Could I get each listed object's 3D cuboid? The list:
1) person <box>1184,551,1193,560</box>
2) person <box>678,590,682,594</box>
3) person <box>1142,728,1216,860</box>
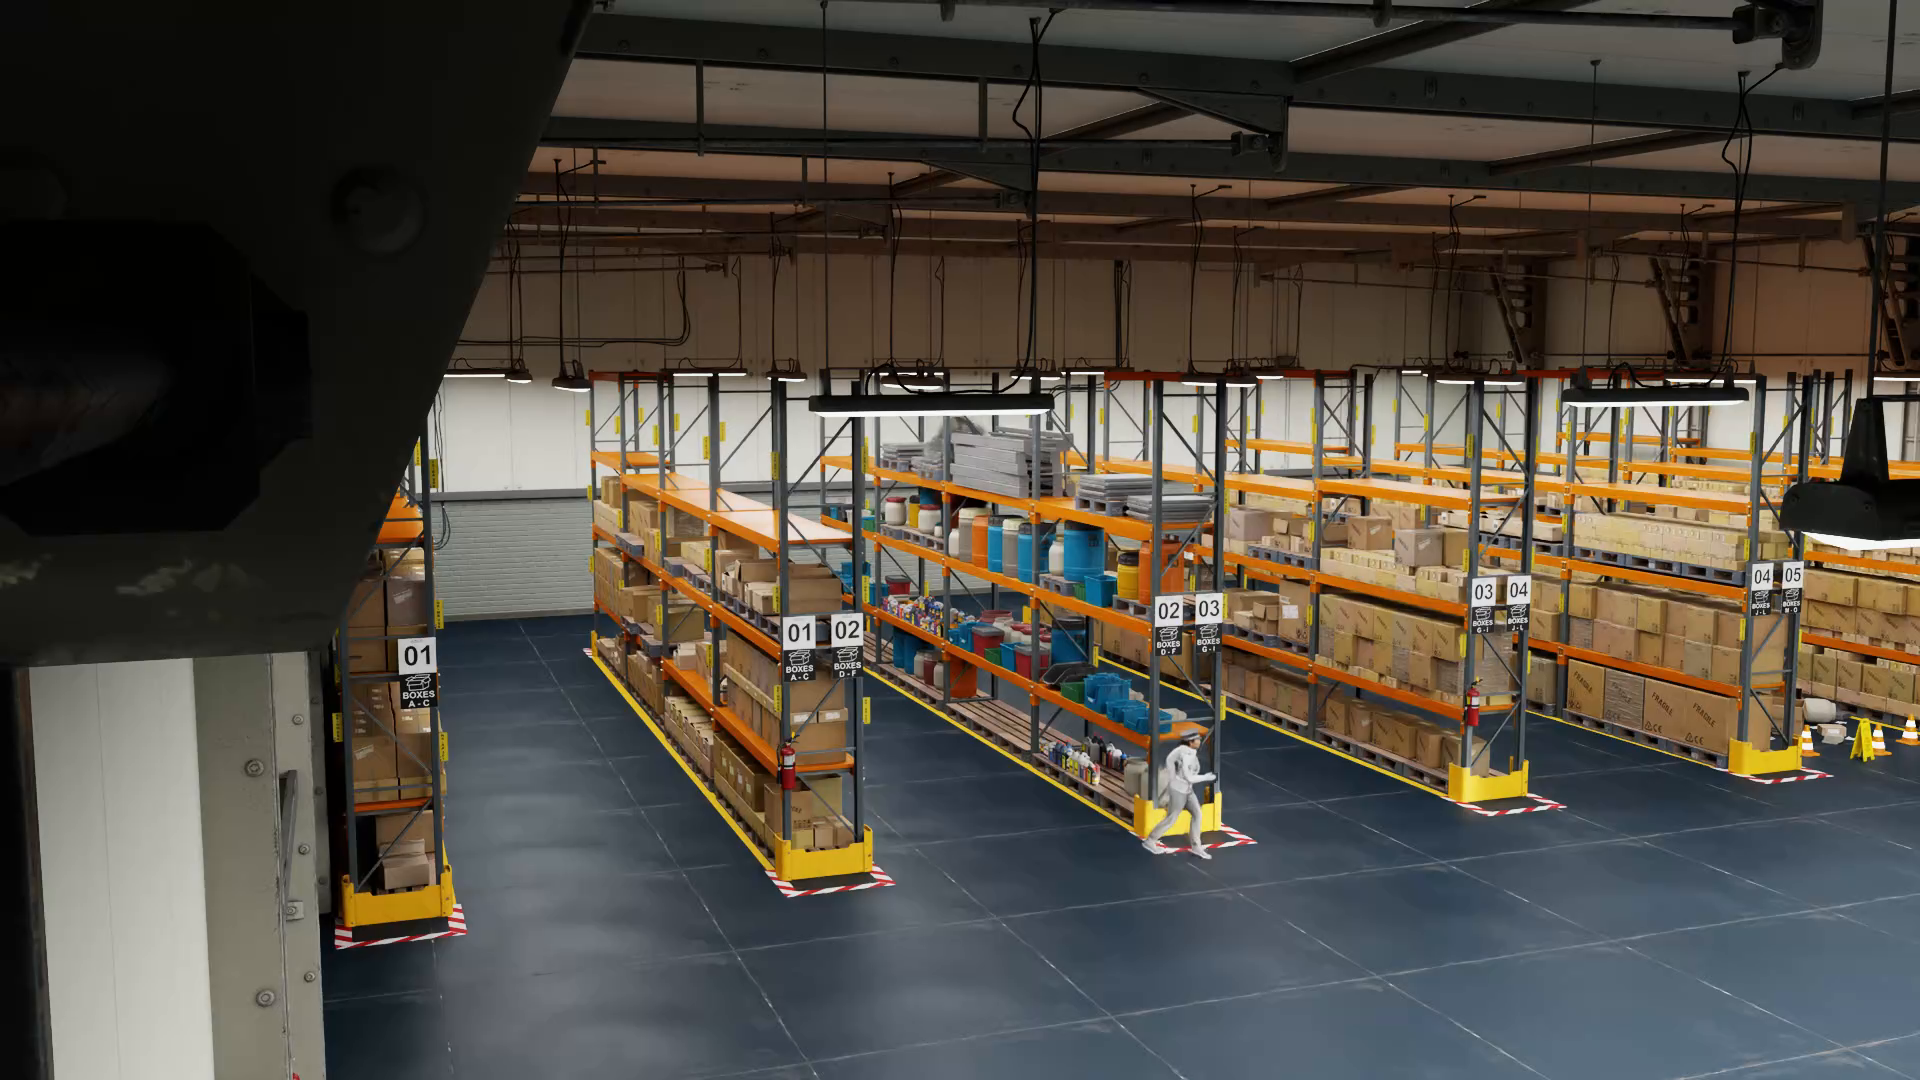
[{"bbox_3d":[5.662,0.849,41.178,0.638,1.839,0.772,3,7,23],"label":"person"},{"bbox_3d":[-6.036,1.461,36.054,0.778,1.740,0.658,4,8,33],"label":"person"},{"bbox_3d":[2.750,3.179,20.833,0.902,1.696,0.528,1,7,12],"label":"person"}]
